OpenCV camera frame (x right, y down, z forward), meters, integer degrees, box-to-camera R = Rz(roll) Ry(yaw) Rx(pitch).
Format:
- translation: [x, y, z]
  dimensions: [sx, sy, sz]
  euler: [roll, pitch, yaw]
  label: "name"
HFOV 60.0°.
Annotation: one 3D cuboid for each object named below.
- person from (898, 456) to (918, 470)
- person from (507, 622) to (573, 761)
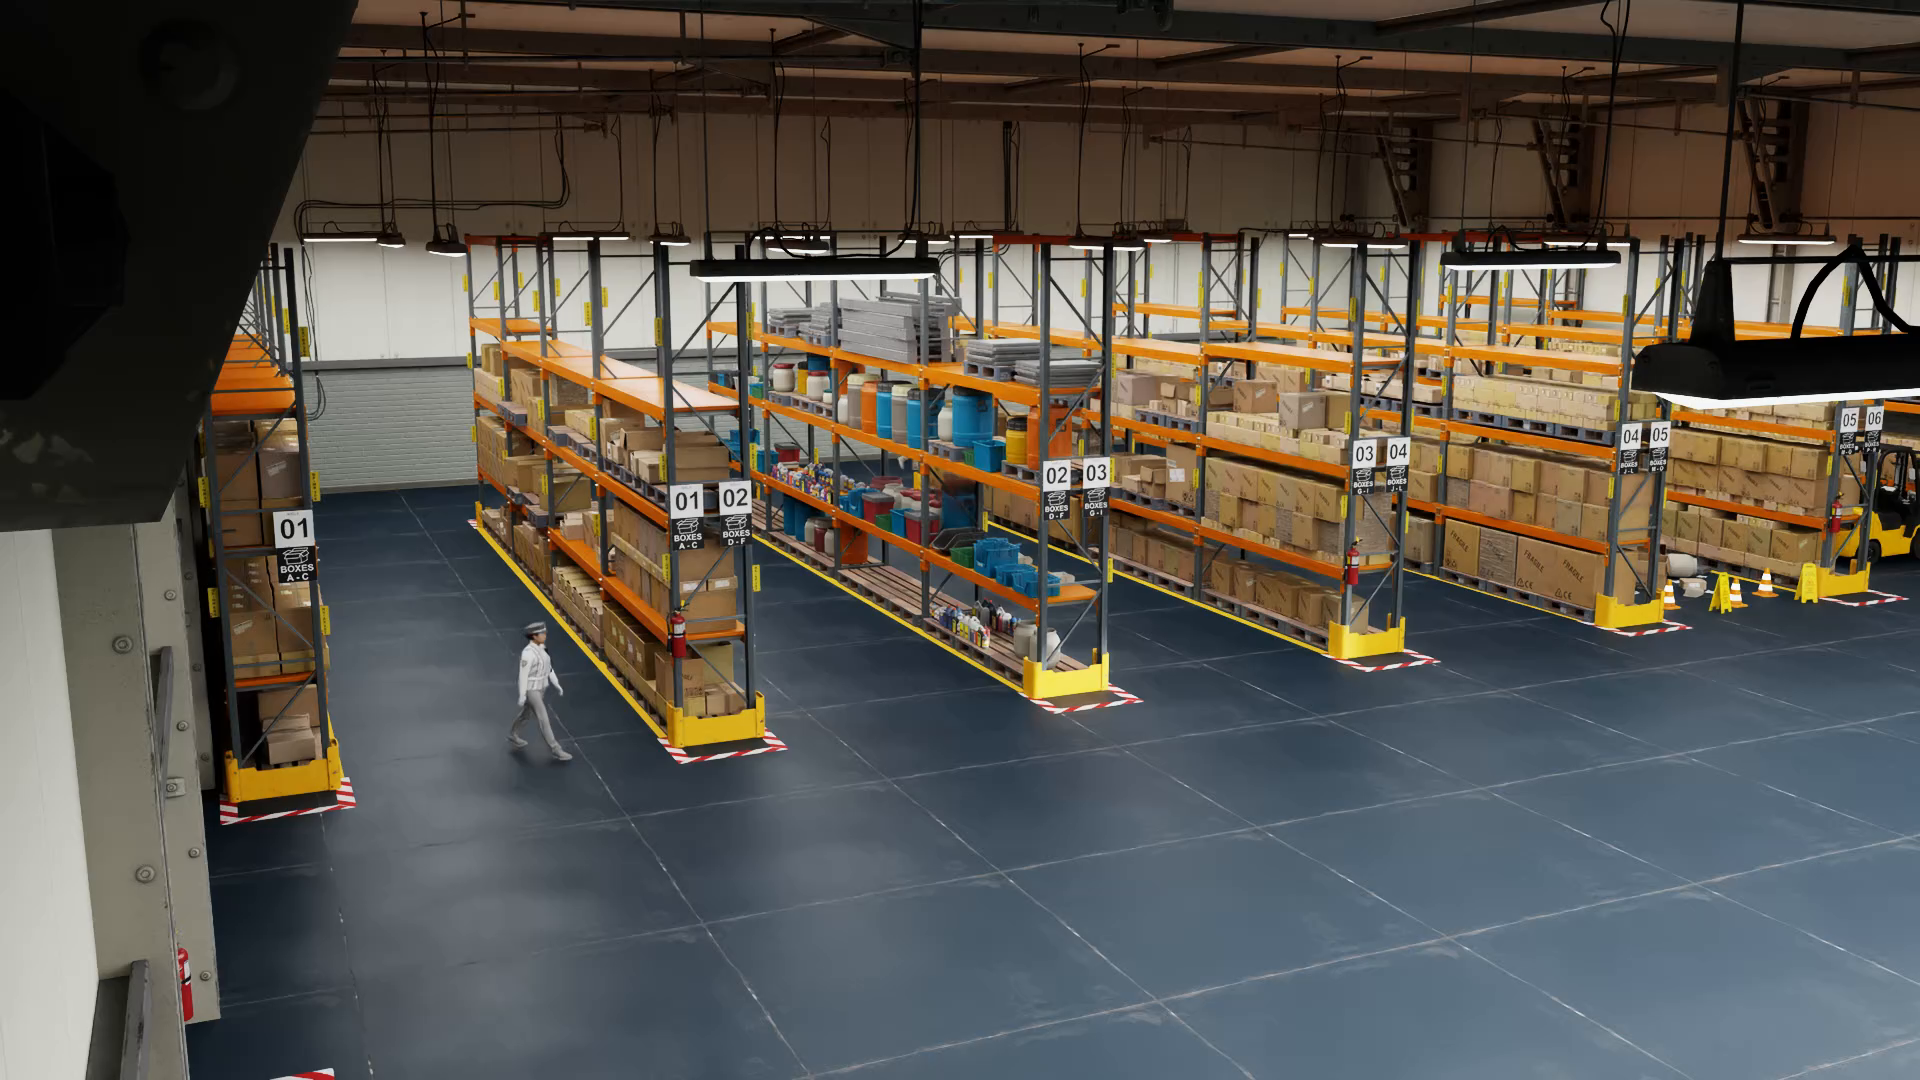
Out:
- translation: [-1.235, -2.597, 41.942]
  dimensions: [0.660, 1.715, 0.593]
  euler: [0, 11, 0]
  label: "person"
- translation: [-5.009, 1.748, 19.716]
  dimensions: [1.062, 1.600, 0.557]
  euler: [5, 12, 23]
  label: "person"
